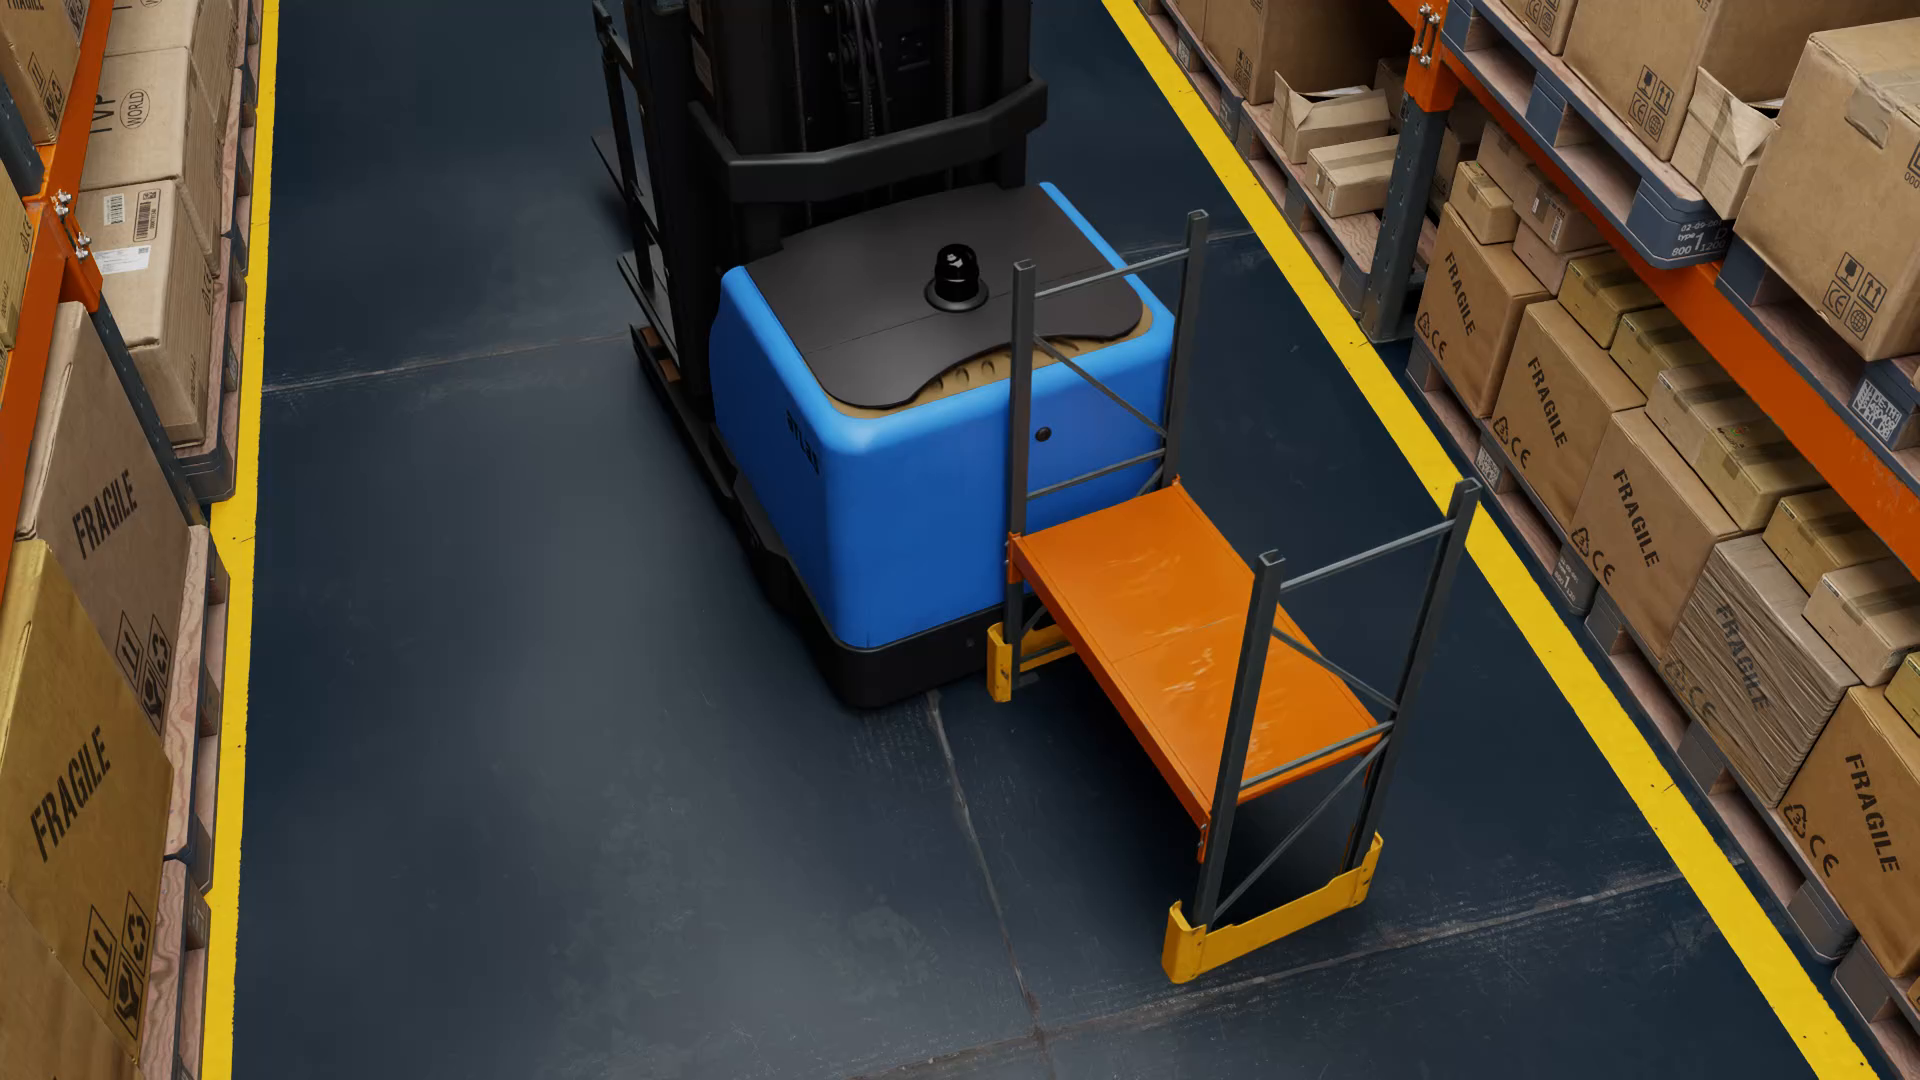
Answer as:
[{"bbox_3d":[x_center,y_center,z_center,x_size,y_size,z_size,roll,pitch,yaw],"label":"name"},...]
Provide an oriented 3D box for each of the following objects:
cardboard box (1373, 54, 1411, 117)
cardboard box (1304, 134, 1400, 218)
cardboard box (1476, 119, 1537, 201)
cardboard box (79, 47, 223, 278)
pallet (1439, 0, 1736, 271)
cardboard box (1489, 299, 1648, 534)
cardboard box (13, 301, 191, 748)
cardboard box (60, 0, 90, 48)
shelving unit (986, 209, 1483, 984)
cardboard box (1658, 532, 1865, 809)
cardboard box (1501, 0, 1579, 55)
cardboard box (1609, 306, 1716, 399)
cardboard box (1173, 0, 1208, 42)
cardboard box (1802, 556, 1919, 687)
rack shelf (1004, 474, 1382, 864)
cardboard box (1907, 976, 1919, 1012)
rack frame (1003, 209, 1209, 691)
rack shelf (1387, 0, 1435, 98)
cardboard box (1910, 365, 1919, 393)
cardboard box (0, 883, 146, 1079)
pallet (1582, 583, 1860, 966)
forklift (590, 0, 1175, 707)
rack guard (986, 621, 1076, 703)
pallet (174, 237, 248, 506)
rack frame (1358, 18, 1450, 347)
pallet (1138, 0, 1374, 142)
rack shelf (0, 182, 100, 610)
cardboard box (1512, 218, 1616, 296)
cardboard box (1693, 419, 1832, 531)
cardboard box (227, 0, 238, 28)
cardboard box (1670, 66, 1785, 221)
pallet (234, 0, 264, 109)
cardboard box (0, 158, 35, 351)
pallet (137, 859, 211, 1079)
[{"bbox_3d":[1.885,-1.822,6.637,0.380,0.149,0.250,-11,47,-11],"label":"cardboard box"},{"bbox_3d":[1.510,-1.354,6.179,0.380,0.149,0.250,-12,47,-12],"label":"cardboard box"},{"bbox_3d":[1.830,-1.192,5.112,0.380,0.149,0.250,-11,47,-11],"label":"cardboard box"},{"bbox_3d":[-3.147,-1.285,5.909,0.875,0.438,0.875,-12,47,-11],"label":"cardboard box"},{"bbox_3d":[2.036,-1.235,4.495,1.003,0.211,1.213,-11,47,-10],"label":"pallet"},{"bbox_3d":[1.989,-0.405,5.003,0.500,0.500,0.500,-11,47,-11],"label":"cardboard box"},{"bbox_3d":[-2.624,0.046,4.298,0.875,0.875,0.875,-9,46,-9],"label":"cardboard box"},{"bbox_3d":[-2.852,-1.719,4.764,0.500,0.500,0.500,-10,47,-10],"label":"cardboard box"},{"bbox_3d":[0.568,0.153,4.050,0.587,1.500,1.083,-19,49,-18],"label":"shelving unit"},{"bbox_3d":[2.239,0.300,4.312,0.500,0.500,0.500,-12,47,-12],"label":"cardboard box"},{"bbox_3d":[1.844,-1.681,4.433,0.700,0.500,0.500,-10,46,-9],"label":"cardboard box"},{"bbox_3d":[2.077,-0.538,4.679,0.380,0.149,0.250,-11,47,-11],"label":"cardboard box"},{"bbox_3d":[1.198,-2.487,7.044,0.500,0.500,0.500,-10,46,-10],"label":"cardboard box"},{"bbox_3d":[2.277,0.173,3.982,0.380,0.149,0.250,-13,47,-12],"label":"cardboard box"},{"bbox_3d":[0.572,0.285,4.172,0.538,0.185,1.000,-19,49,-18],"label":"rack shelf"},{"bbox_3d":[2.527,1.016,3.611,0.500,0.500,0.500,-11,47,-11],"label":"cardboard box"},{"bbox_3d":[0.352,-0.168,4.365,0.500,1.500,0.032,-19,49,-18],"label":"rack frame"},{"bbox_3d":[1.425,-3.003,6.596,1.077,0.370,4.000,-11,47,-10],"label":"rack shelf"},{"bbox_3d":[2.364,-0.389,3.164,0.797,0.503,0.637,-12,47,-11],"label":"cardboard box"},{"bbox_3d":[-2.157,1.286,3.083,0.875,0.875,0.875,-10,46,-10],"label":"cardboard box"},{"bbox_3d":[2.497,0.501,4.612,1.003,0.211,1.213,-11,47,-10],"label":"pallet"},{"bbox_3d":[-0.490,-1.615,4.780,1.130,2.935,3.031,-19,49,-18],"label":"forklift"},{"bbox_3d":[0.353,0.270,4.810,0.587,0.250,0.087,-19,49,-18],"label":"rack guard"},{"bbox_3d":[-2.980,-0.527,5.619,1.003,0.211,1.213,-11,47,-10],"label":"pallet"},{"bbox_3d":[1.937,-1.874,4.986,1.000,3.000,0.127,-11,47,-10],"label":"rack frame"},{"bbox_3d":[1.446,-2.216,7.274,1.003,0.211,1.213,-11,47,-10],"label":"pallet"},{"bbox_3d":[-2.348,0.669,2.998,1.077,0.370,4.000,-11,47,-10],"label":"rack shelf"},{"bbox_3d":[1.917,-0.900,5.033,0.380,0.149,0.250,-12,47,-11],"label":"cardboard box"},{"bbox_3d":[2.166,-0.187,4.335,0.380,0.149,0.250,-9,46,-9],"label":"cardboard box"},{"bbox_3d":[-3.619,-2.538,7.137,0.875,0.438,0.875,-12,47,-12],"label":"cardboard box"},{"bbox_3d":[1.922,-0.944,3.875,0.396,0.266,0.258,-9,46,-8],"label":"cardboard box"},{"bbox_3d":[-3.604,-2.212,7.270,1.003,0.211,1.213,-11,47,-10],"label":"pallet"},{"bbox_3d":[-2.502,-0.648,3.889,0.500,0.250,0.500,-12,47,-11],"label":"cardboard box"},{"bbox_3d":[-2.274,1.375,3.755,1.003,0.211,1.213,-11,47,-10],"label":"pallet"}]
